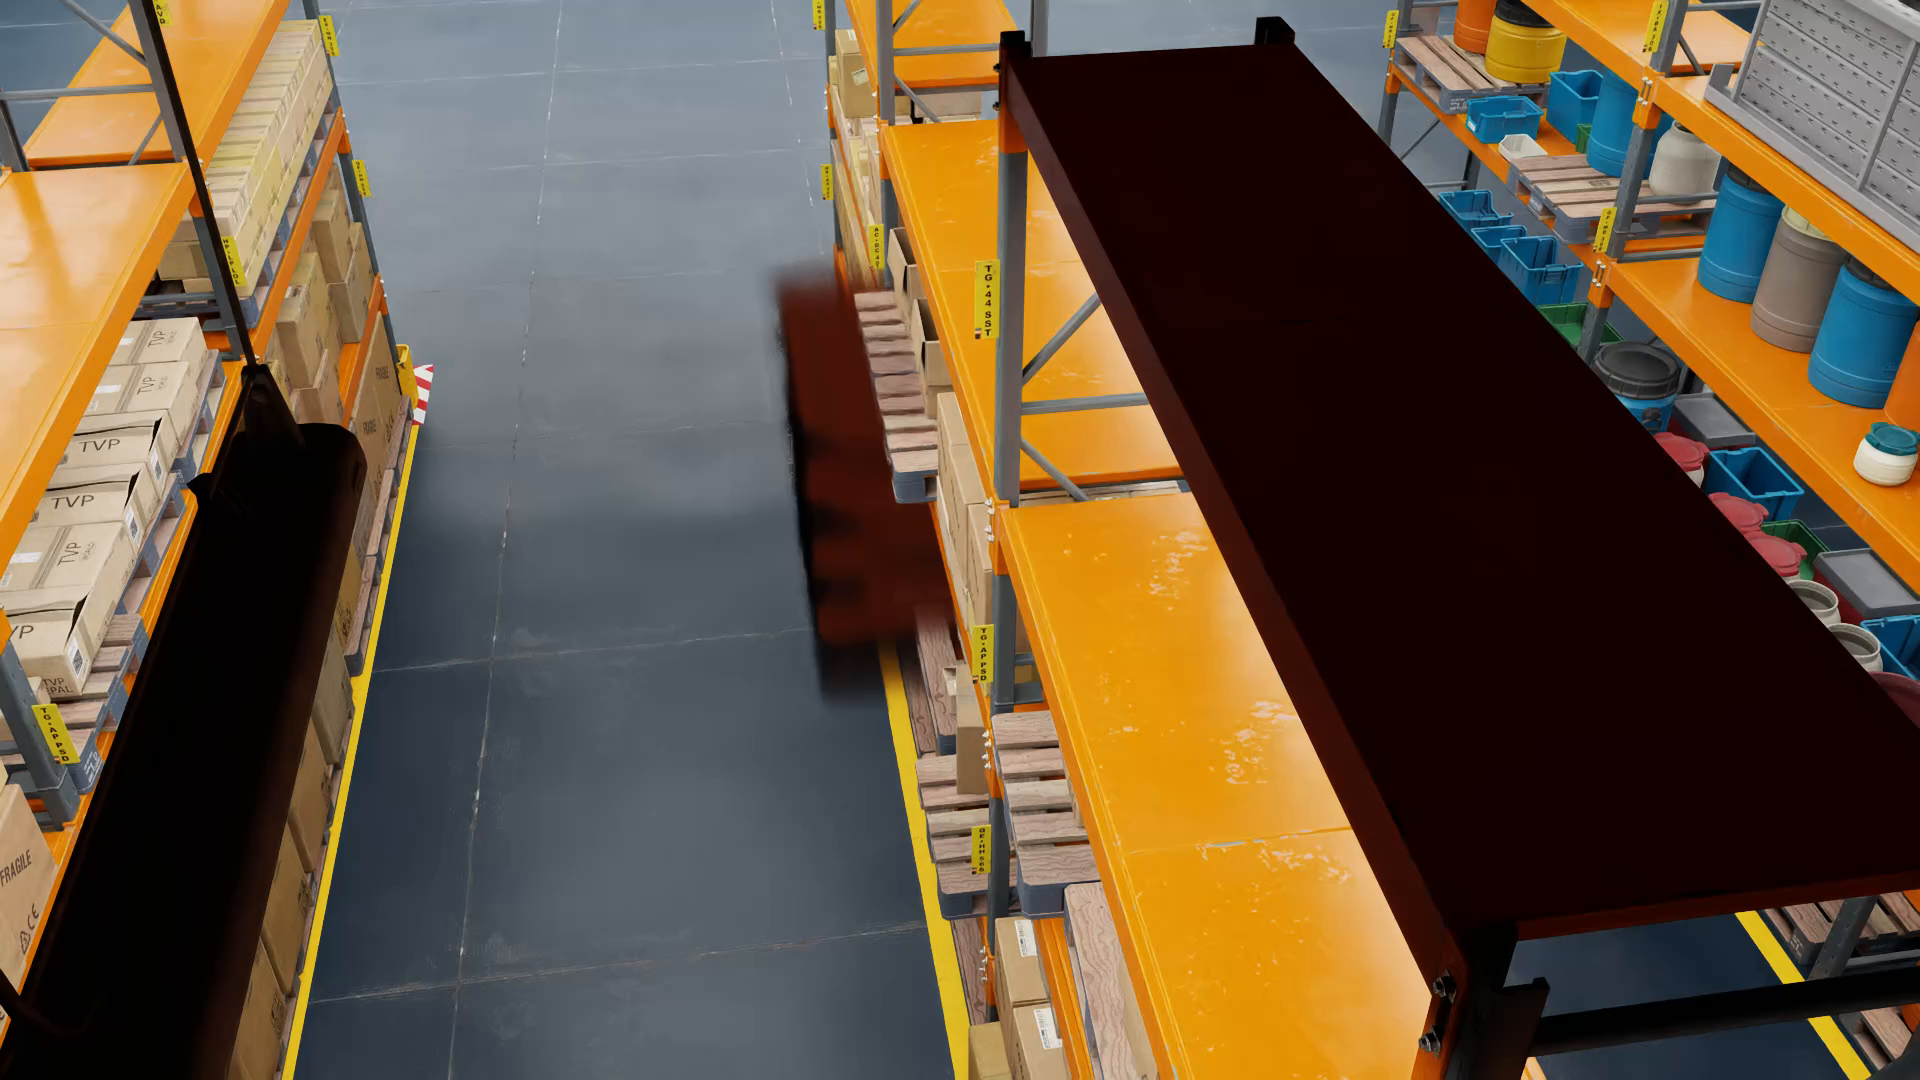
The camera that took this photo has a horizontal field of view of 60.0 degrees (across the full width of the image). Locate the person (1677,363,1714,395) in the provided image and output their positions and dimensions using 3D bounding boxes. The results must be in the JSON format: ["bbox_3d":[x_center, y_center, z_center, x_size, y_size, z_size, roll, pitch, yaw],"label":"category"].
[{"bbox_3d":[6.477,-1.777,14.477,0.538,1.608,0.964,-20,41,-25],"label":"person"}]
